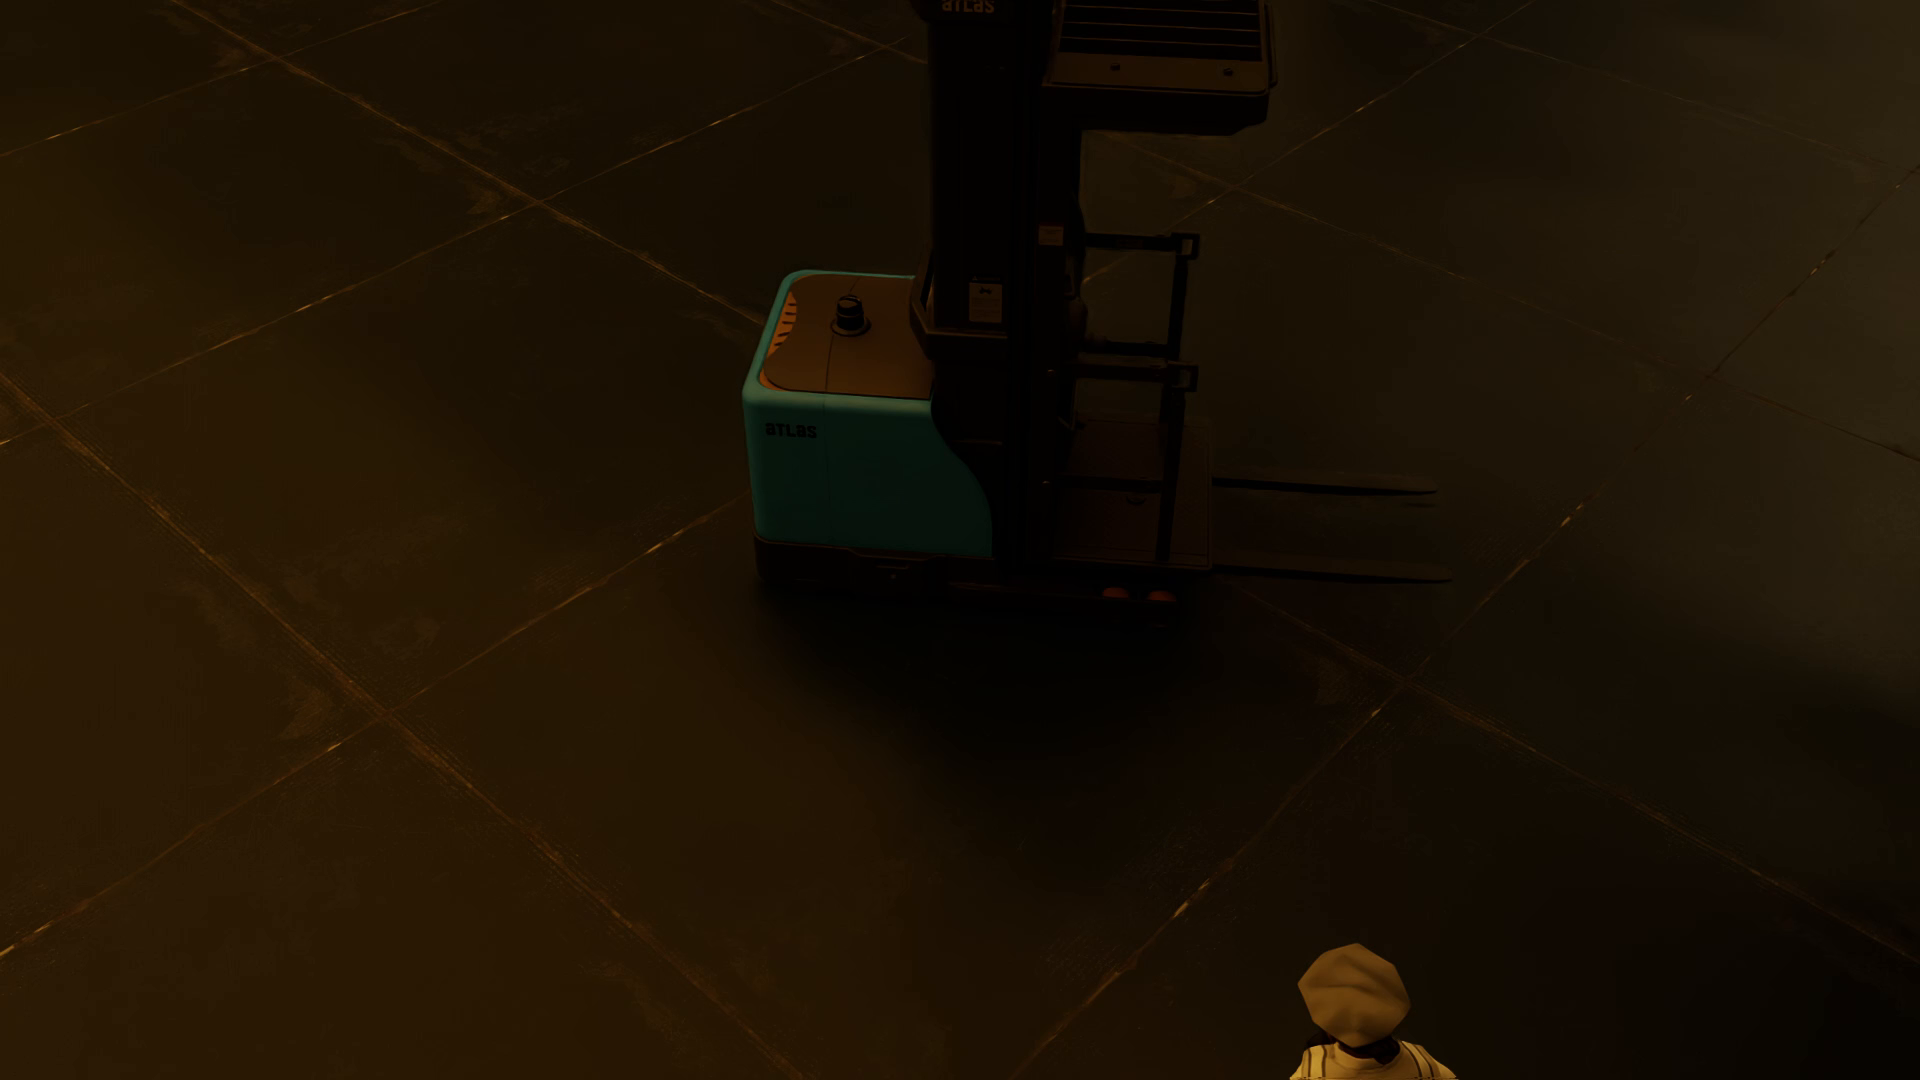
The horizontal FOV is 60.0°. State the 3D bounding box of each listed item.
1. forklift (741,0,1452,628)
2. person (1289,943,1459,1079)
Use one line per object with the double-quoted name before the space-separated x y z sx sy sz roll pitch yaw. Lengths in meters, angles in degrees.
"forklift" 0.645 -1.099 6.709 3.031 2.935 1.130 4 41 5
"person" 1.025 1.743 4.442 0.812 1.637 0.437 1 41 1
